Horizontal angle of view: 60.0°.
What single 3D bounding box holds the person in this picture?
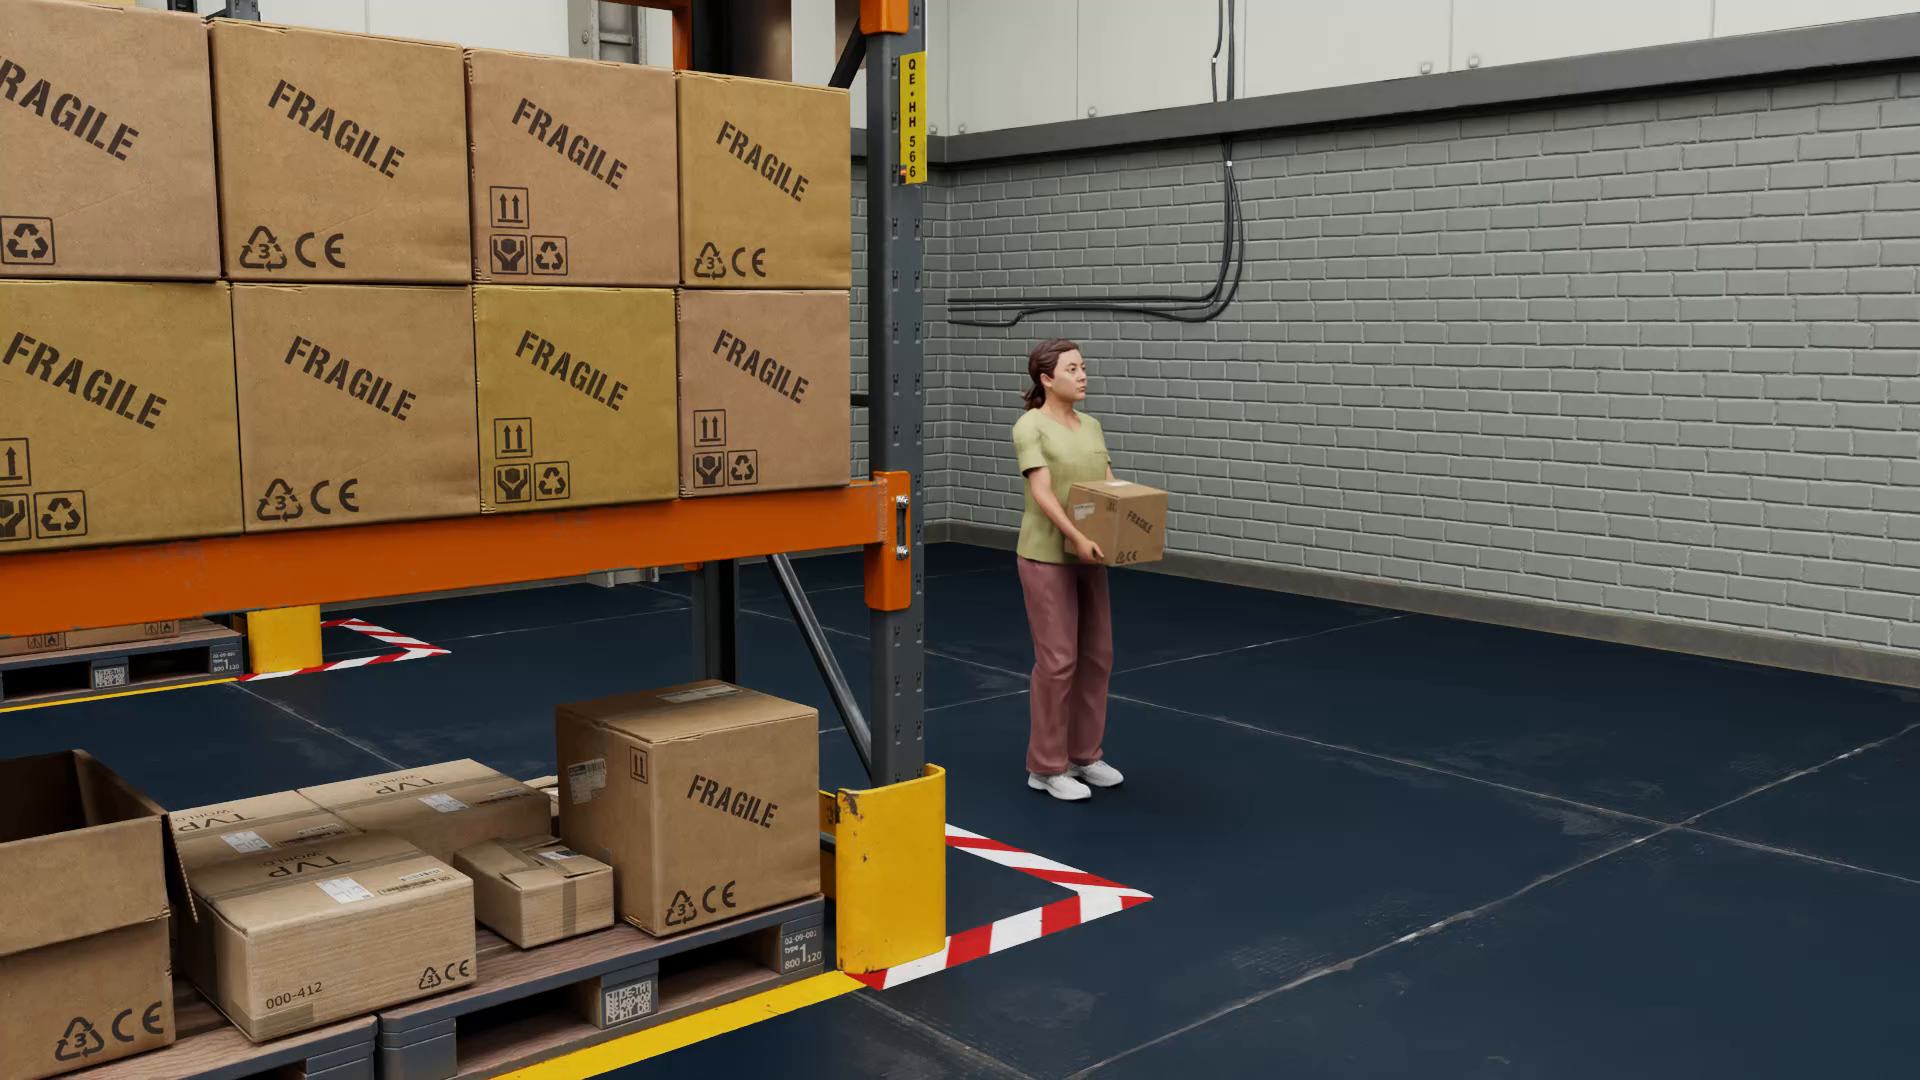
[{"bbox_3d":[0.427,0.099,6.089,0.426,1.665,0.549,-6,10,-40],"label":"person"}]
